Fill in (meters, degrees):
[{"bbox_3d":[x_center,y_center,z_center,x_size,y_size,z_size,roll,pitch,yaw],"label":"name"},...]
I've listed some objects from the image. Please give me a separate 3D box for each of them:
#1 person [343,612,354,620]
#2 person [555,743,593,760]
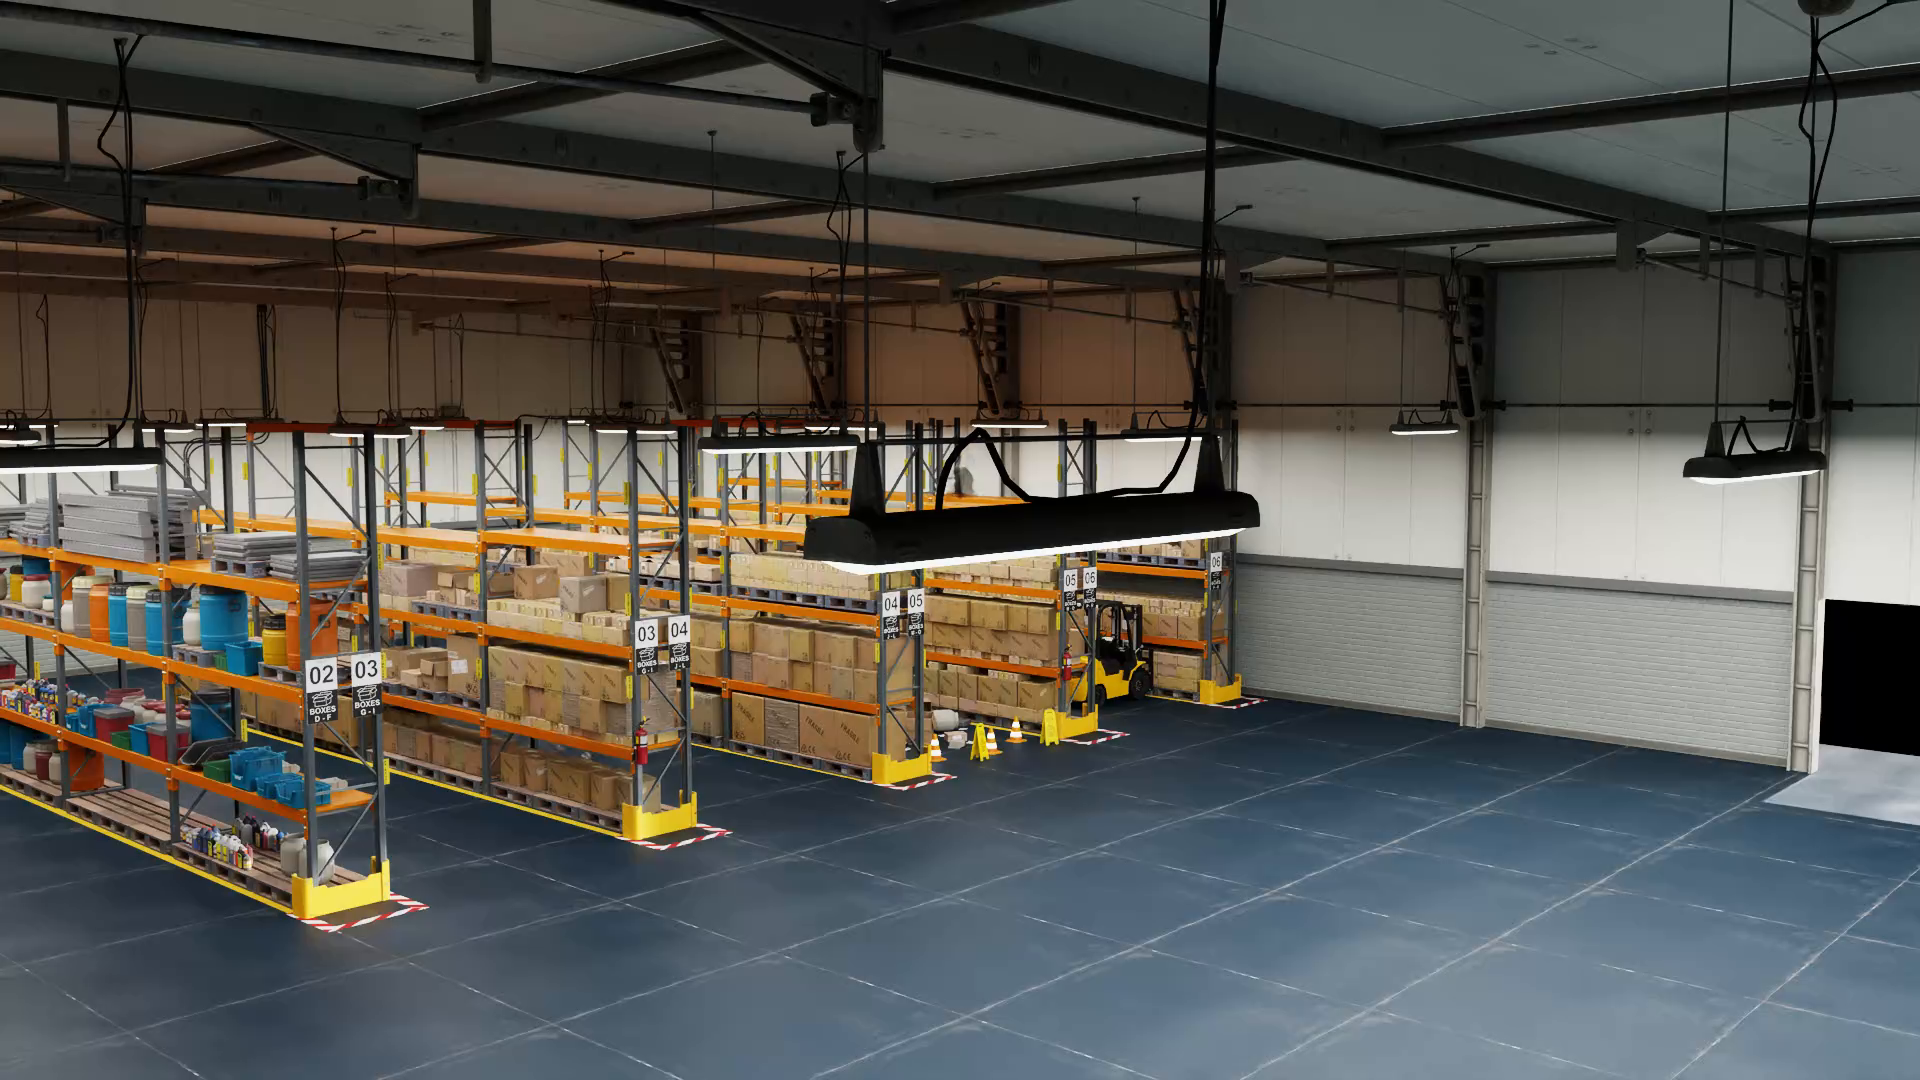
[{"bbox_3d":[-14.405,2.314,38.991,0.588,1.680,0.741,-4,6,-44],"label":"person"},{"bbox_3d":[-6.913,3.103,29.731,0.856,1.608,0.561,3,5,30],"label":"person"}]
